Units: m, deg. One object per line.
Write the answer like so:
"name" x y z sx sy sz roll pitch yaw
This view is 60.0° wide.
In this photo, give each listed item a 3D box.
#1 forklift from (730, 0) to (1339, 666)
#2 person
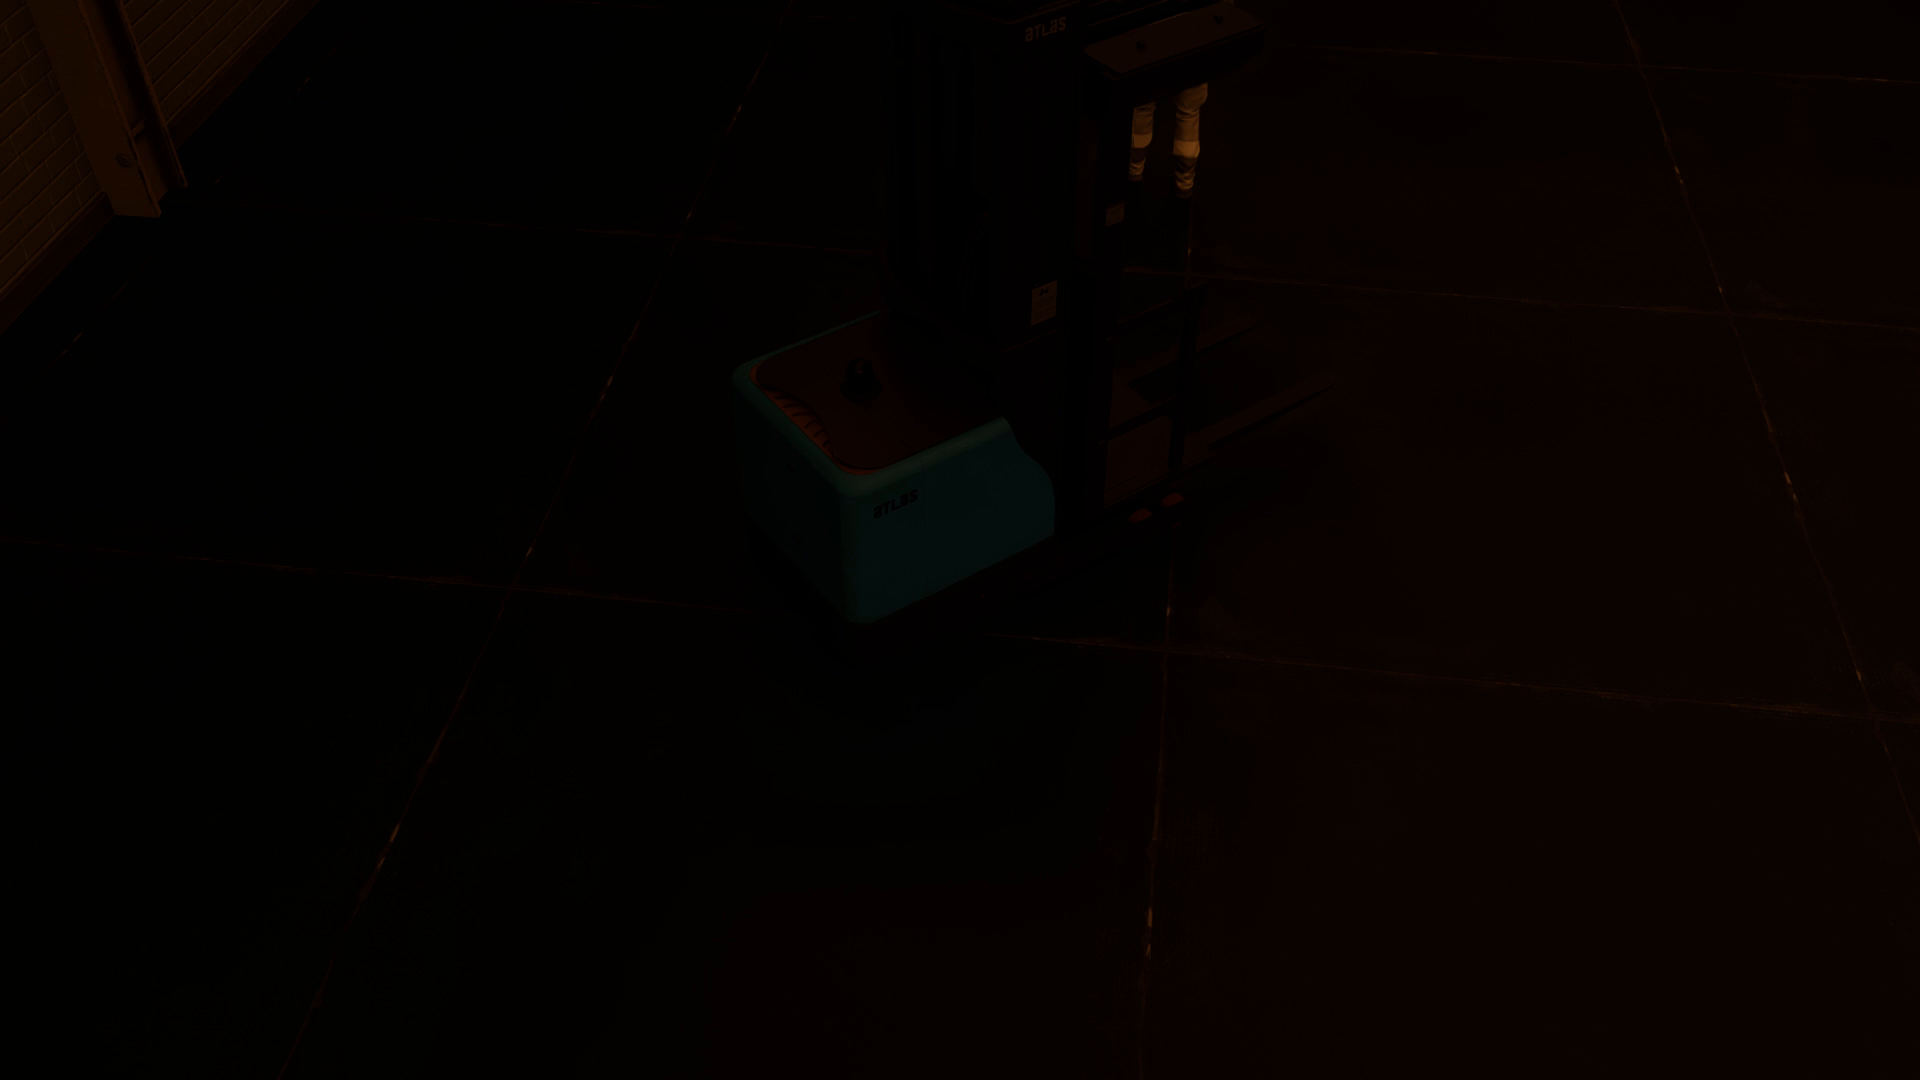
"forklift" 0.498 -1.332 7.174 3.031 2.935 1.130 -25 48 -25
"person" 1.248 -2.859 9.718 0.629 1.816 0.509 -1 43 -1
